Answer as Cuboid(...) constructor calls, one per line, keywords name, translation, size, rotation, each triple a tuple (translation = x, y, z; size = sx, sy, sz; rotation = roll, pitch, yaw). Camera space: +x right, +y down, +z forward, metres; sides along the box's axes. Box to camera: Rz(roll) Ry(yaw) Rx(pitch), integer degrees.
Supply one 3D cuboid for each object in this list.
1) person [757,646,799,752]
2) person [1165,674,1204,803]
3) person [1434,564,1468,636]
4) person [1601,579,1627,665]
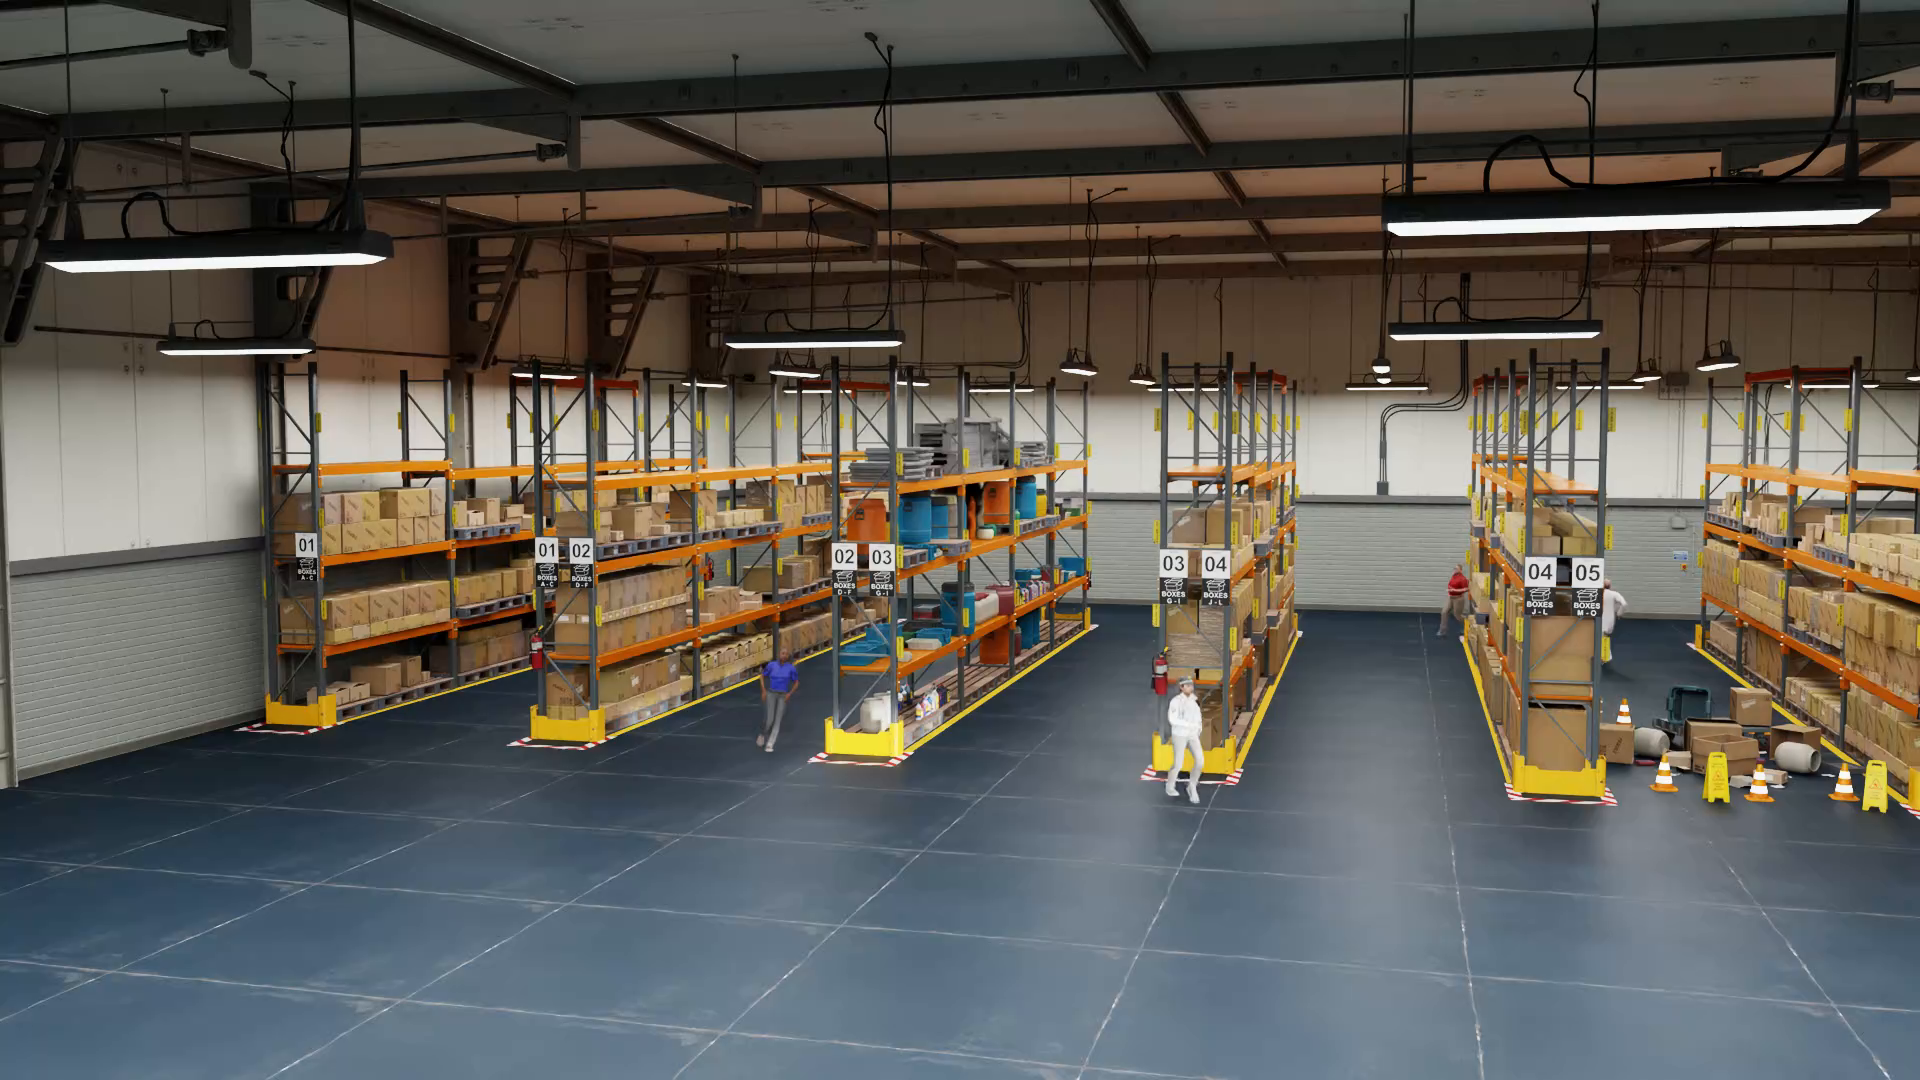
Cuboid(name="person", translation=(-2.787, 2.417, 25.387), size=(0.634, 1.595, 0.523), rotation=(-1, 4, -9))
Cuboid(name="person", translation=(2.998, 2.632, 21.972), size=(0.632, 1.751, 0.709), rotation=(-2, 5, -29))
Cuboid(name="person", translation=(11.678, 1.430, 38.966), size=(0.883, 1.738, 0.688), rotation=(-1, 4, -18))
Cuboid(name="person", translation=(13.238, 1.786, 34.148), size=(0.695, 1.573, 1.045), rotation=(0, 4, -1))
